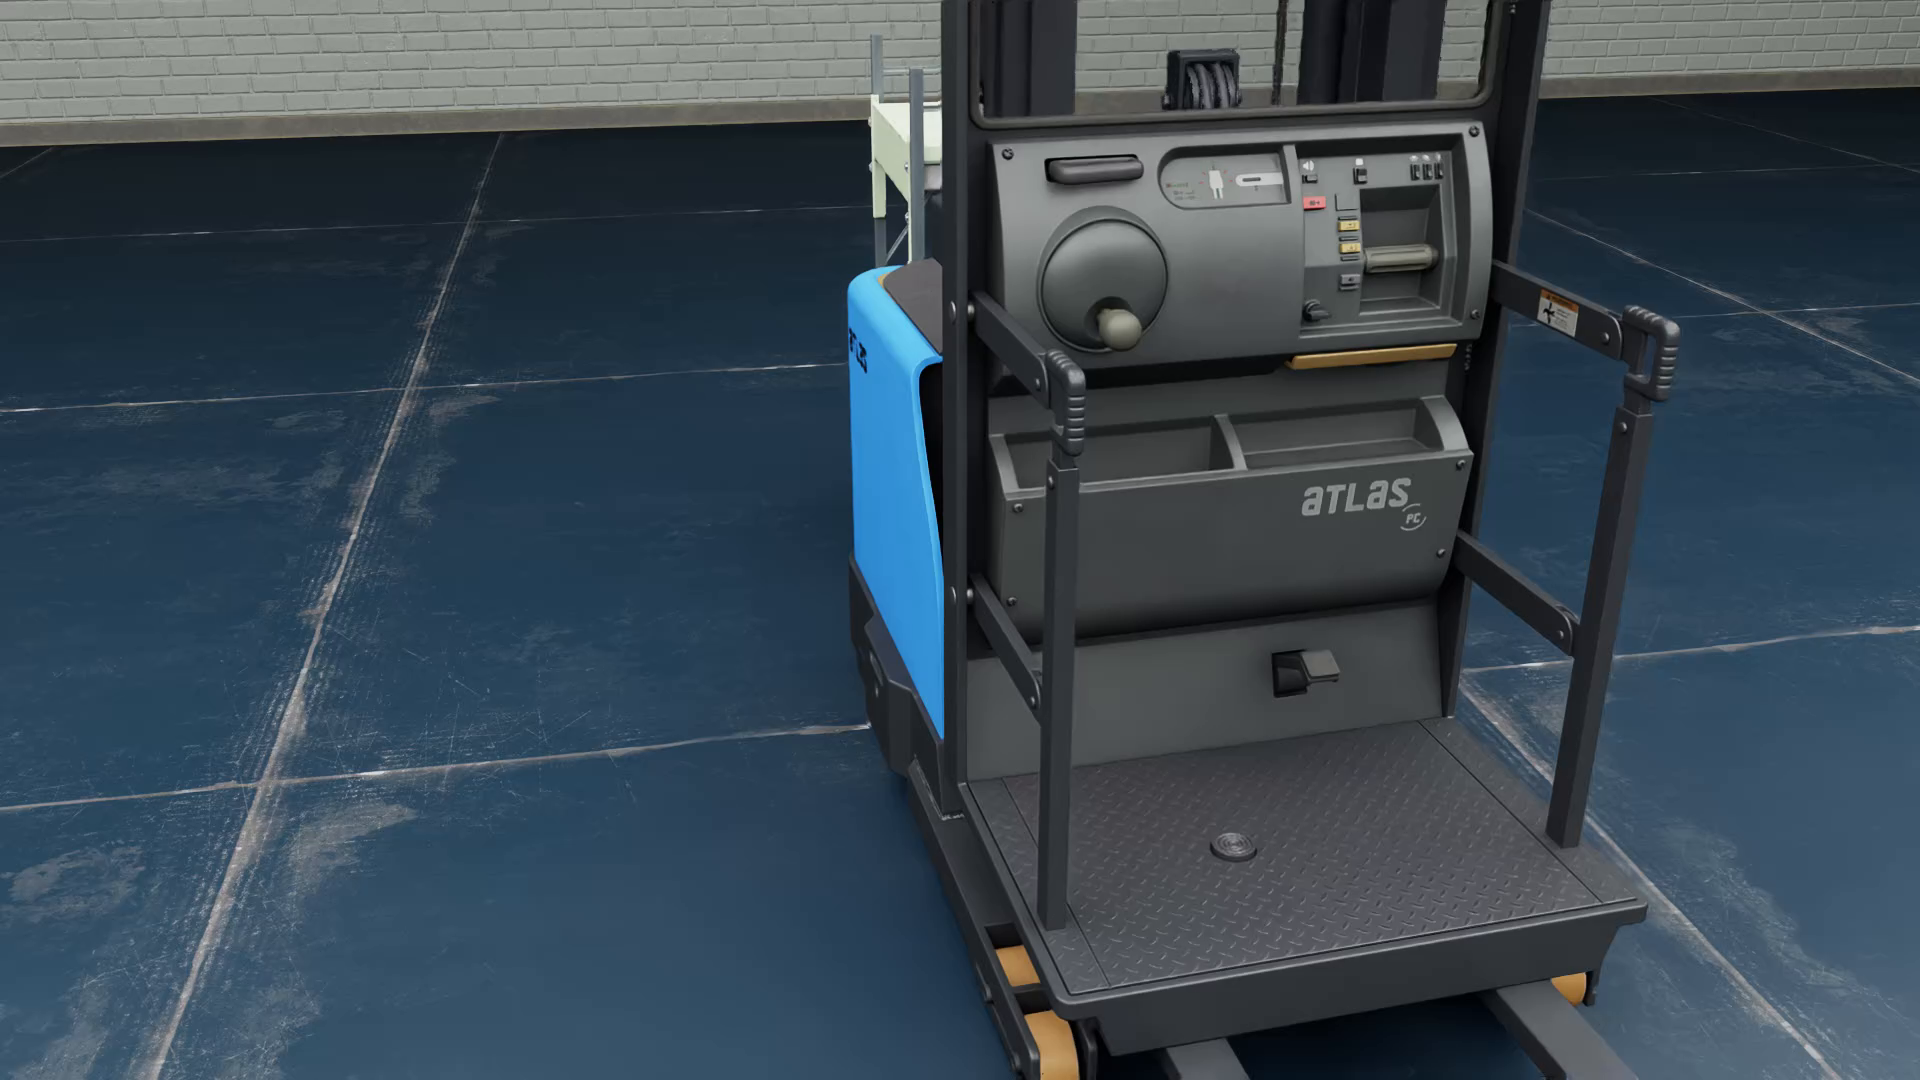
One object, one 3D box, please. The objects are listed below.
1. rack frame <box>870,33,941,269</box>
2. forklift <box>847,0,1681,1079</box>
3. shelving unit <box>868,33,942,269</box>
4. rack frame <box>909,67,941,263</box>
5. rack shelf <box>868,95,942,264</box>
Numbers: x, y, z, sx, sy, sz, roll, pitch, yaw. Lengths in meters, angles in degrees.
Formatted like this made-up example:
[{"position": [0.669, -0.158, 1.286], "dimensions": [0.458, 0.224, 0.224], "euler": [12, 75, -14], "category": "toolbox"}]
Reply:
[{"position": [-0.069, -0.834, 5.285], "dimensions": [0.400, 1.500, 0.023], "euler": [-4, 24, -10], "category": "rack frame"}, {"position": [0.568, -0.511, 2.758], "dimensions": [1.130, 2.935, 3.031], "euler": [-6, 24, -13], "category": "forklift"}, {"position": [-0.001, -0.690, 4.956], "dimensions": [0.431, 1.500, 0.755], "euler": [-4, 24, -10], "category": "shelving unit"}, {"position": [0.066, -0.546, 4.626], "dimensions": [0.400, 1.500, 0.023], "euler": [-4, 24, -10], "category": "rack frame"}, {"position": [-0.001, -1.048, 4.800], "dimensions": [0.431, 0.370, 0.720], "euler": [-4, 24, -10], "category": "rack shelf"}]
